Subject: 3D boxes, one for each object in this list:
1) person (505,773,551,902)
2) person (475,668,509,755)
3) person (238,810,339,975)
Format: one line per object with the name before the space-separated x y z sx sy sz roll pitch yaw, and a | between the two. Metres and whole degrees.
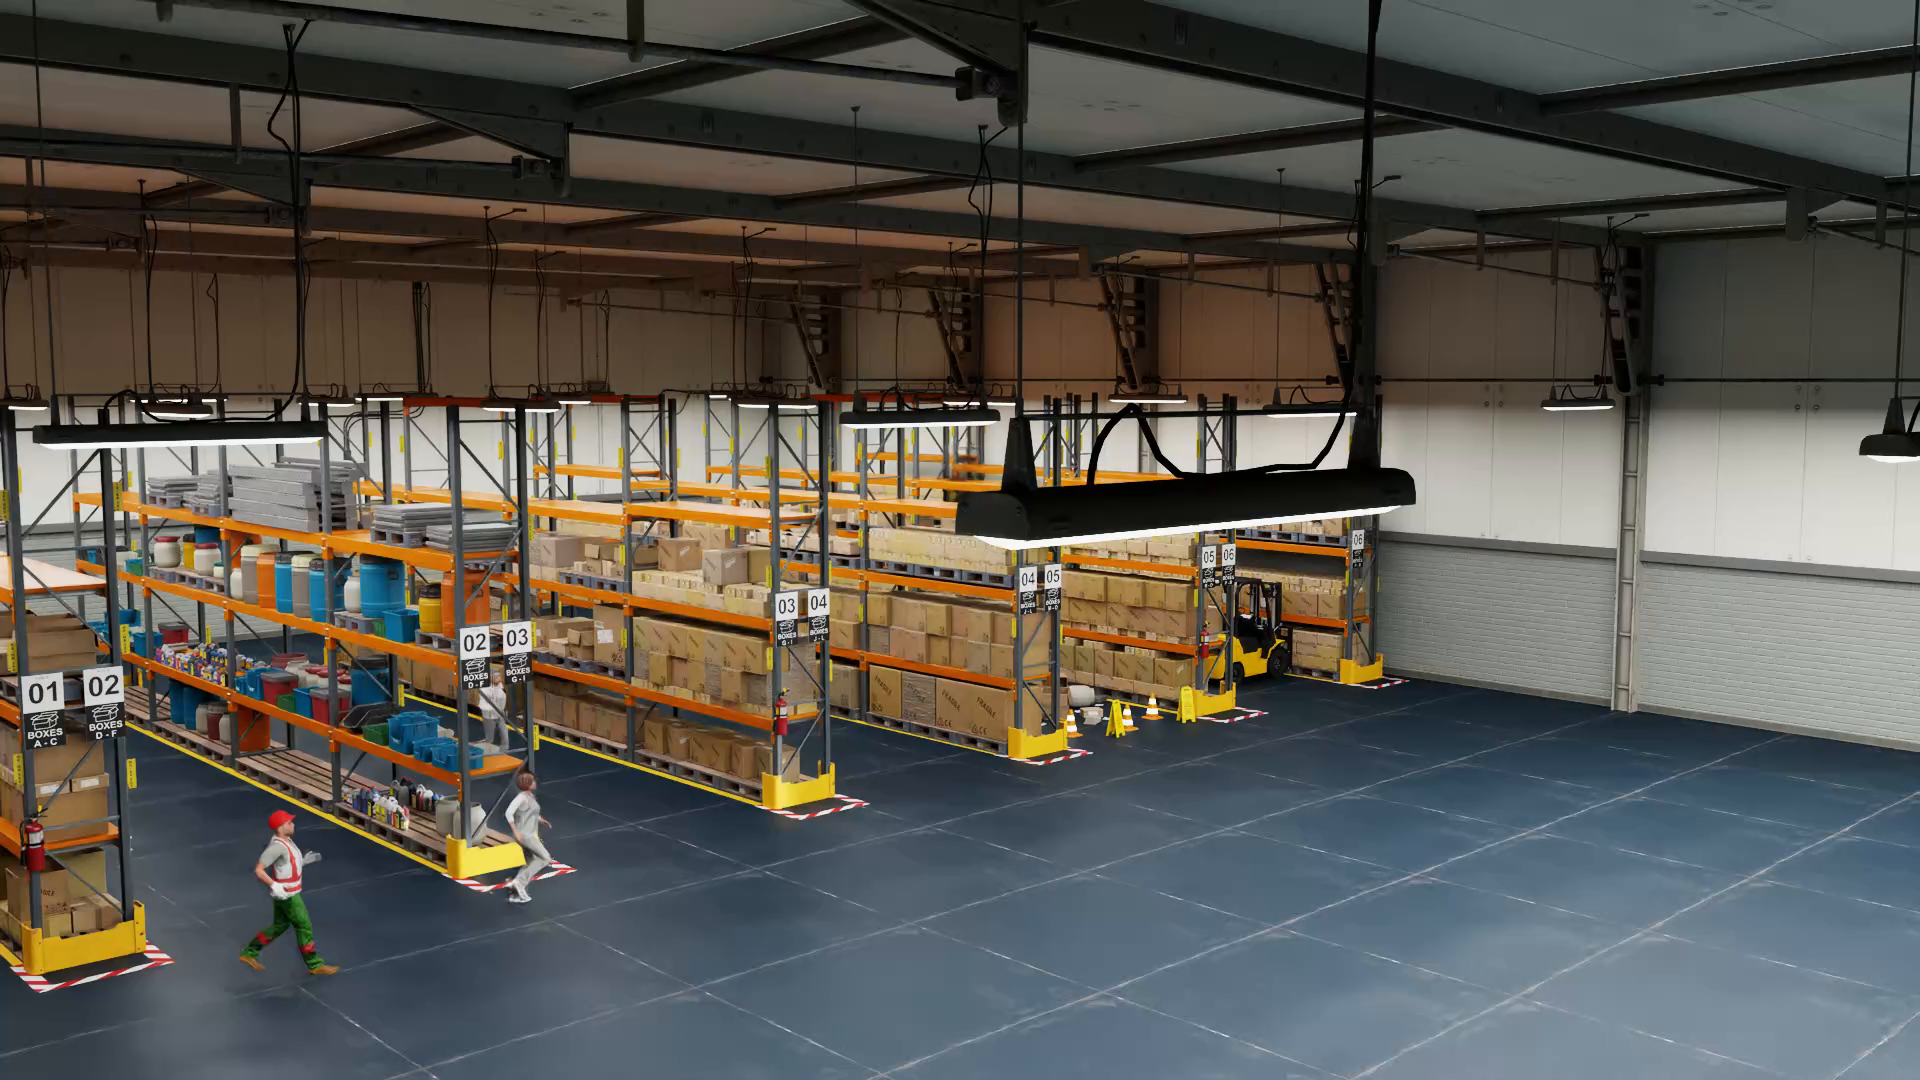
person | -5.242 3.607 20.221 0.535 1.532 0.555 -1 6 -8
person | -7.594 2.889 26.974 0.892 1.681 0.600 3 7 32
person | -7.099 3.718 17.507 1.004 1.770 0.650 -2 6 -18
